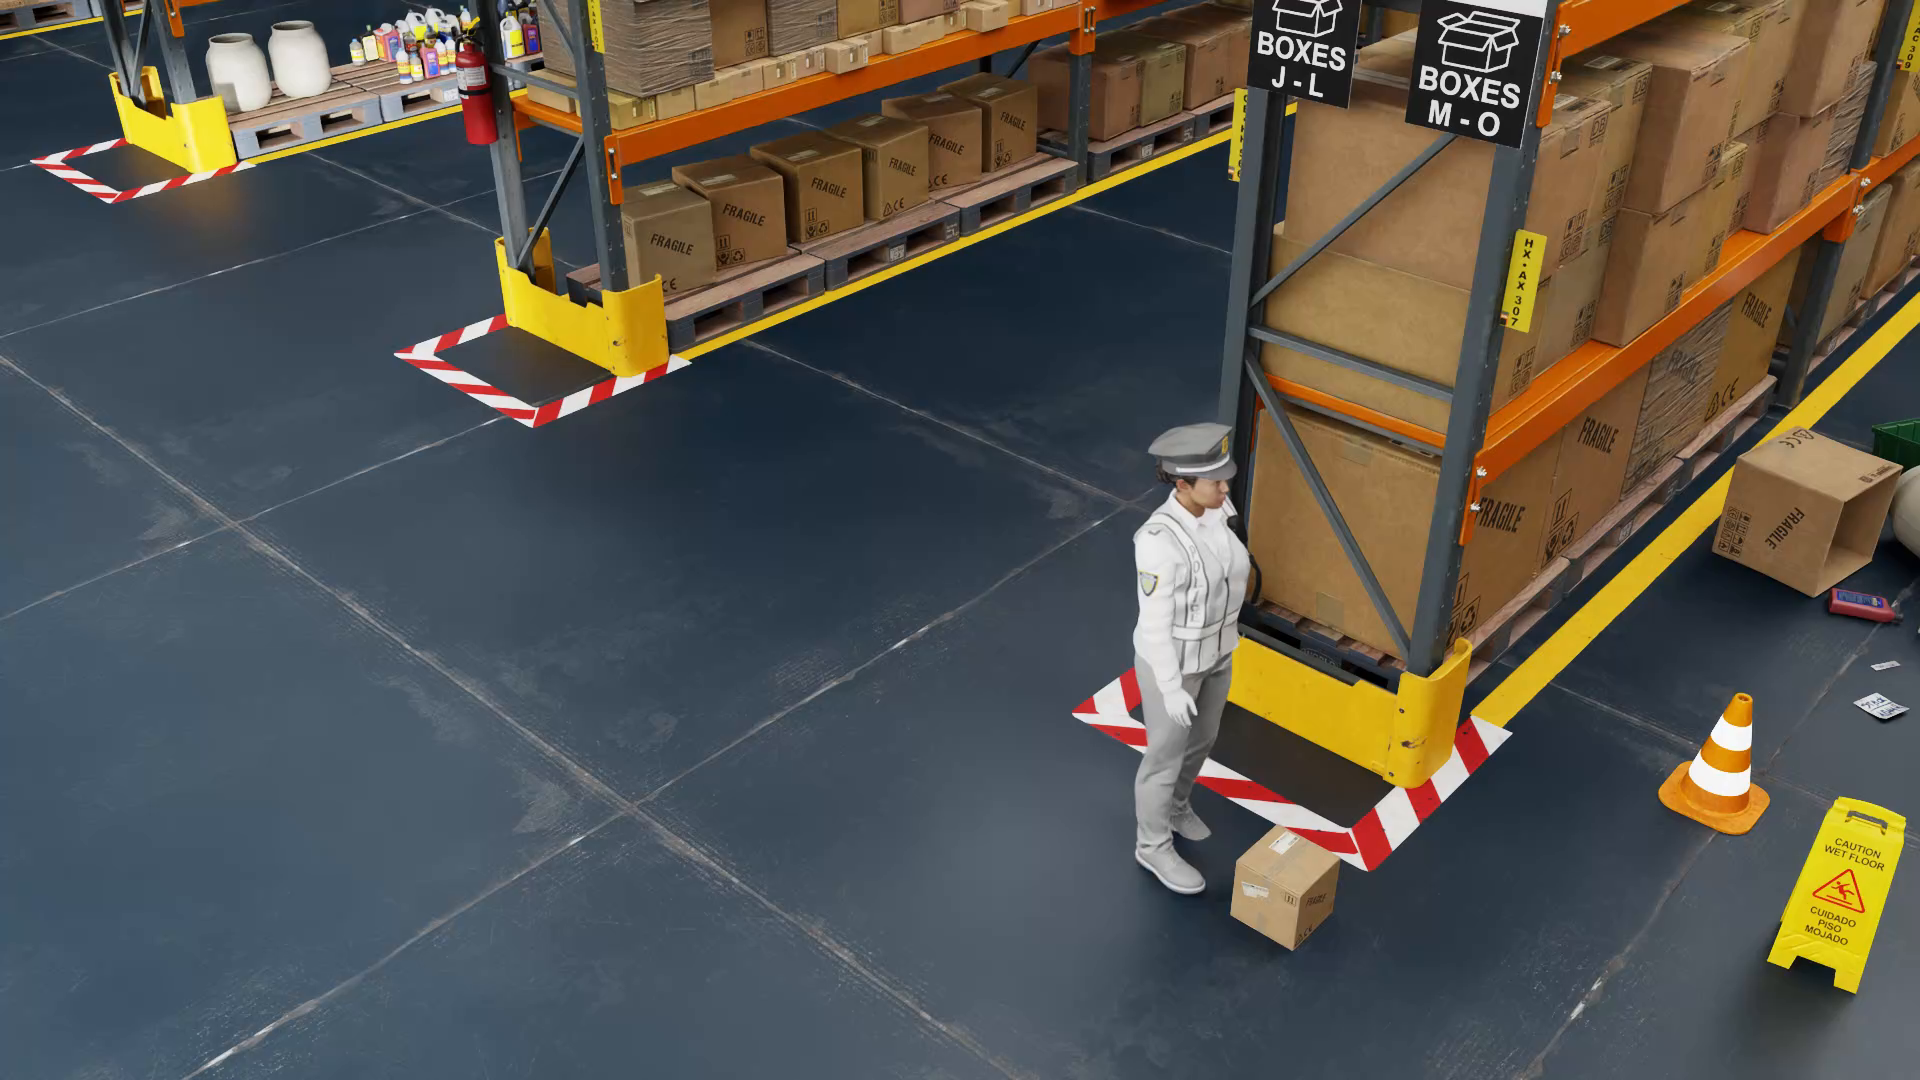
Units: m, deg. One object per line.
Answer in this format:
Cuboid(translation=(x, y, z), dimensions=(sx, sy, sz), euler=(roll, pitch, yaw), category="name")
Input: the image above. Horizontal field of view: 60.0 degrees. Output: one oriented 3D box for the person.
Cuboid(translation=(0.769, 0.416, 5.488), dimensions=(0.388, 1.747, 0.481), euler=(26, 40, 36), category="person")
